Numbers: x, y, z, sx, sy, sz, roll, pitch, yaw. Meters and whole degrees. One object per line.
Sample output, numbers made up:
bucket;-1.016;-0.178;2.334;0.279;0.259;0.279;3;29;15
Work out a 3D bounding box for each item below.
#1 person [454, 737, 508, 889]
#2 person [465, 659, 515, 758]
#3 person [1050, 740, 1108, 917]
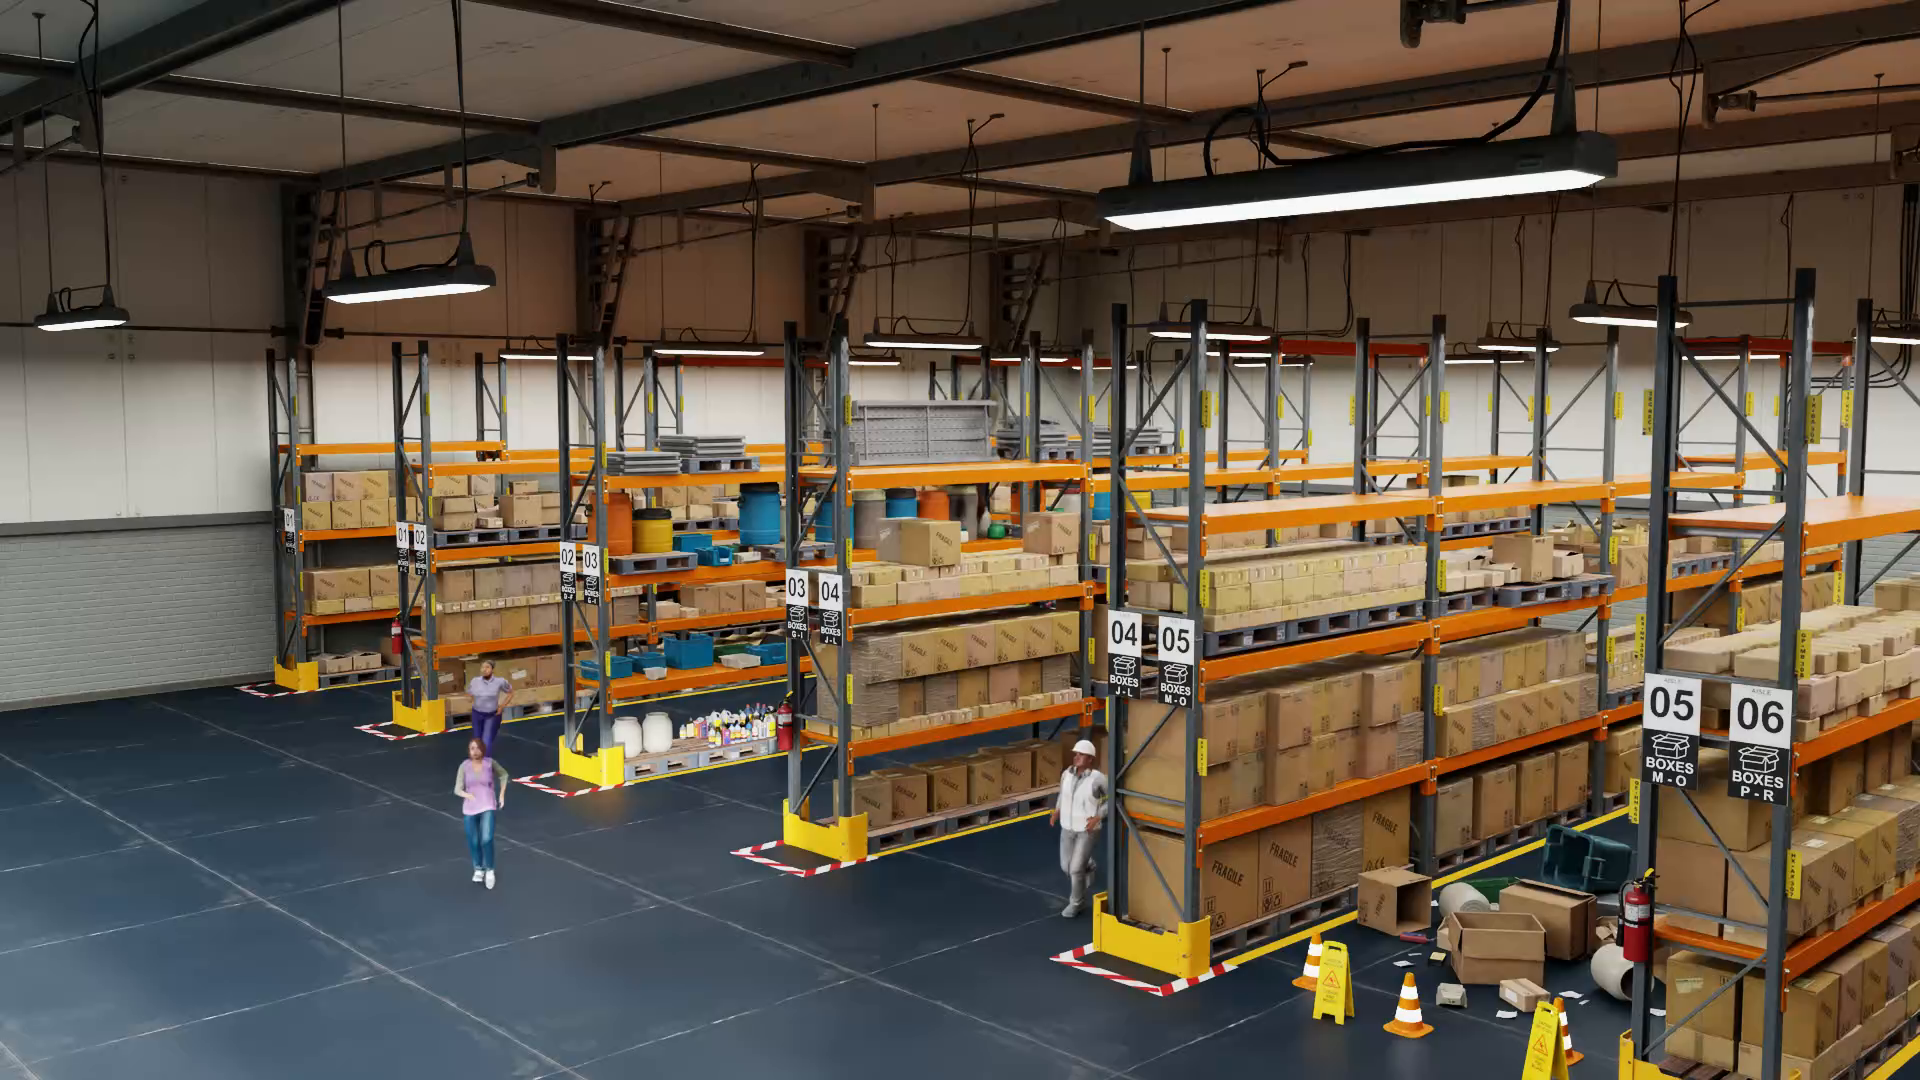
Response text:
person;-5.020;2.858;17.413;0.512;1.589;0.678;-1;5;-7
person;-6.322;2.440;22.290;0.603;1.705;0.721;1;5;8
person;1.256;2.868;16.703;0.663;1.744;0.686;4;6;37
